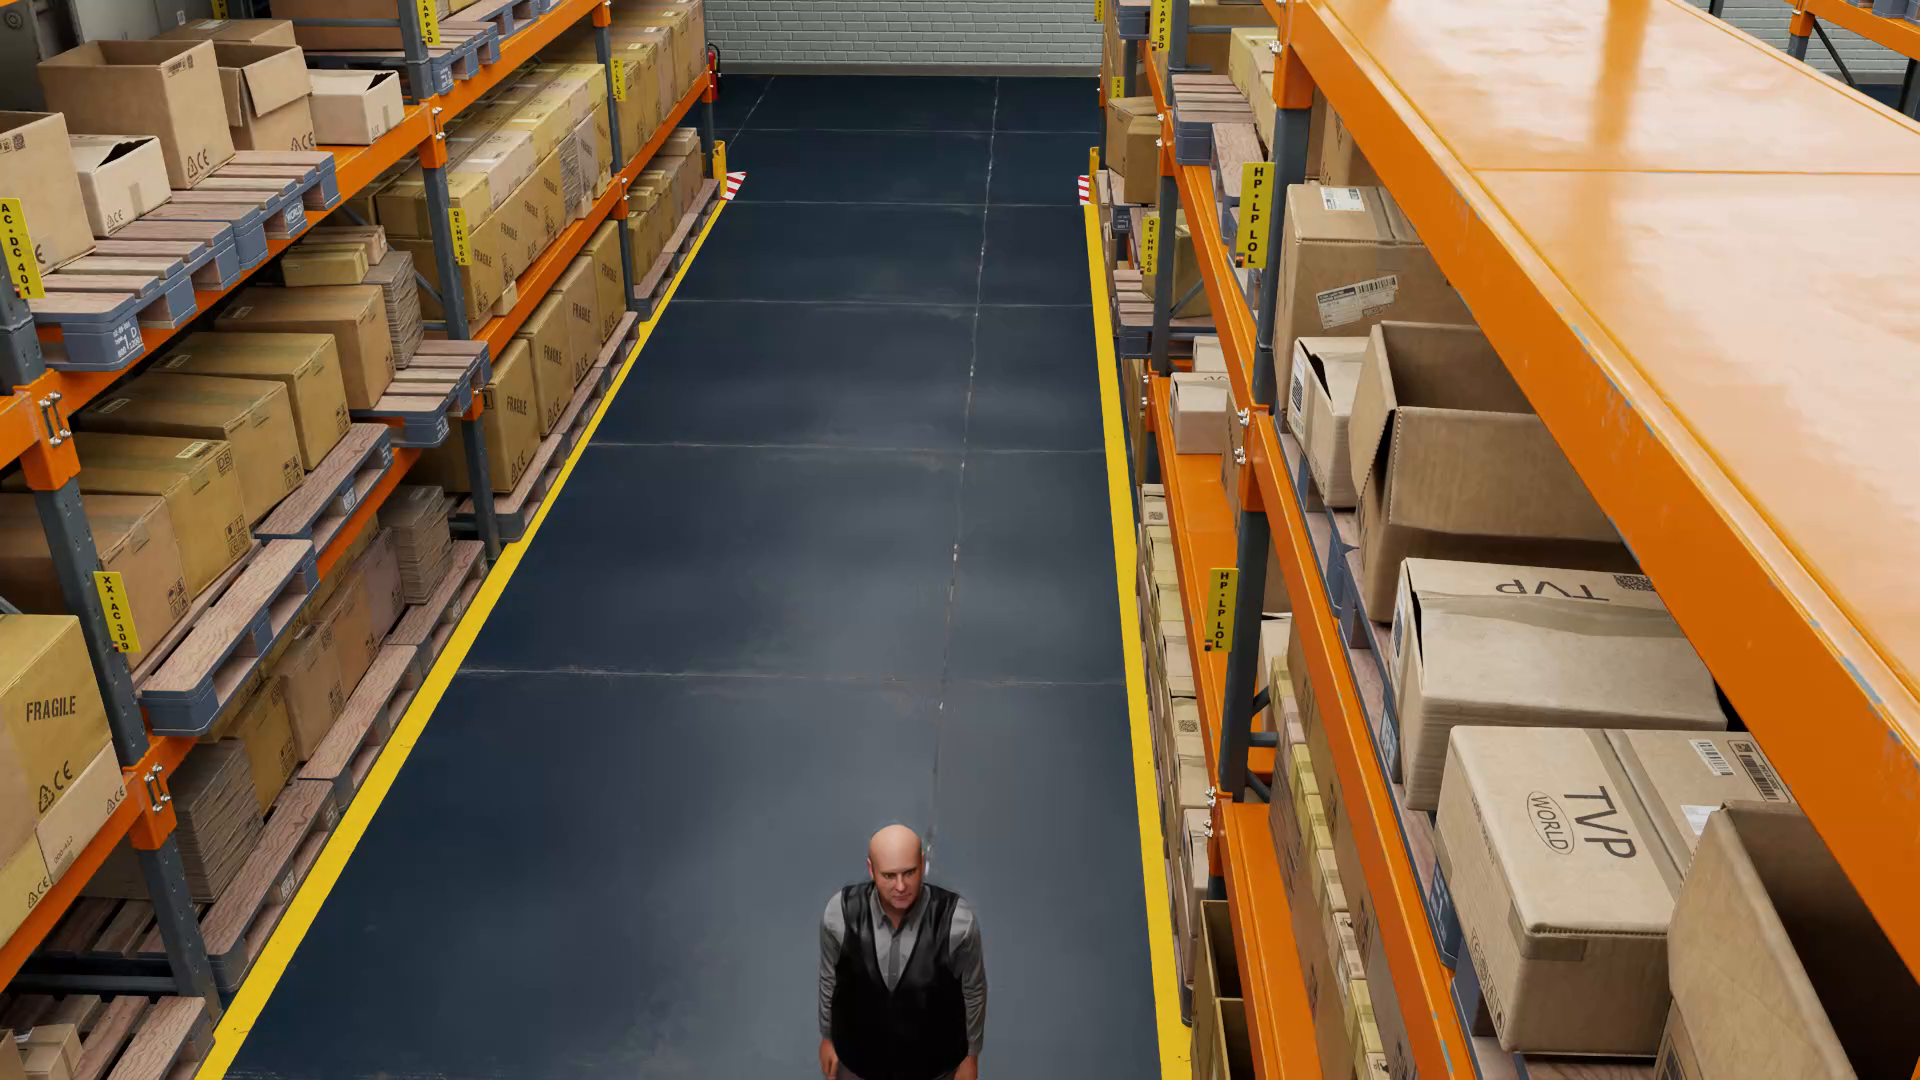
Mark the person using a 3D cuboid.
[{"bbox_3d":[-0.193,1.693,5.384,0.555,1.709,0.470,2,28,3],"label":"person"}]
